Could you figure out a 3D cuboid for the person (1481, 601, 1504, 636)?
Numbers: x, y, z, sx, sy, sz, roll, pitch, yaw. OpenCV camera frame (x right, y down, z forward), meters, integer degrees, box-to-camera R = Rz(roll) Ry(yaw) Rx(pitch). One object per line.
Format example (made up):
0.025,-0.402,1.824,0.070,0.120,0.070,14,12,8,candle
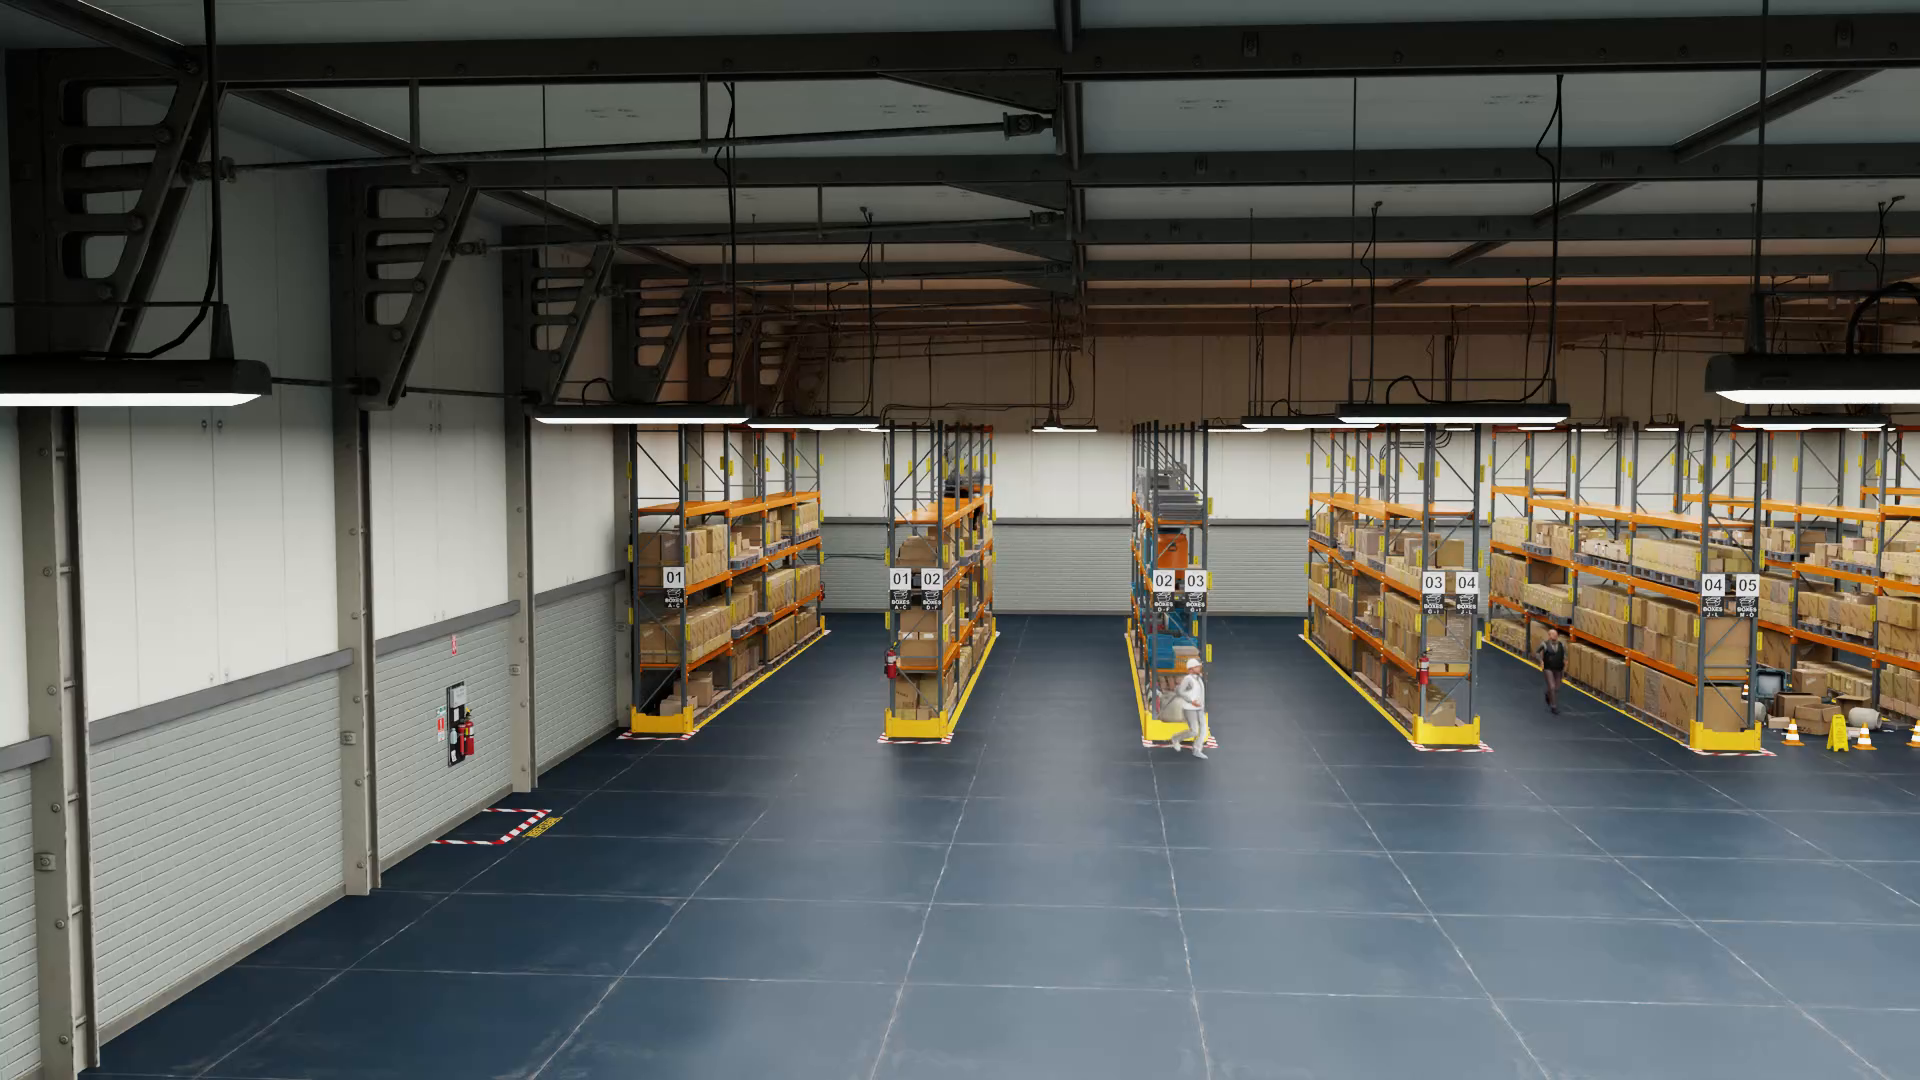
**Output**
15.290,1.937,47.316,0.805,1.667,0.644,0,4,-4,person

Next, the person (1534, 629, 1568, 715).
12.238,2.705,34.384,0.662,1.719,0.880,0,4,-2,person

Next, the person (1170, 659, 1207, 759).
4.095,2.988,29.560,0.697,1.768,0.678,3,5,37,person

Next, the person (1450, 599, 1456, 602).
13.332,1.976,45.368,0.740,1.751,1.011,2,4,25,person
